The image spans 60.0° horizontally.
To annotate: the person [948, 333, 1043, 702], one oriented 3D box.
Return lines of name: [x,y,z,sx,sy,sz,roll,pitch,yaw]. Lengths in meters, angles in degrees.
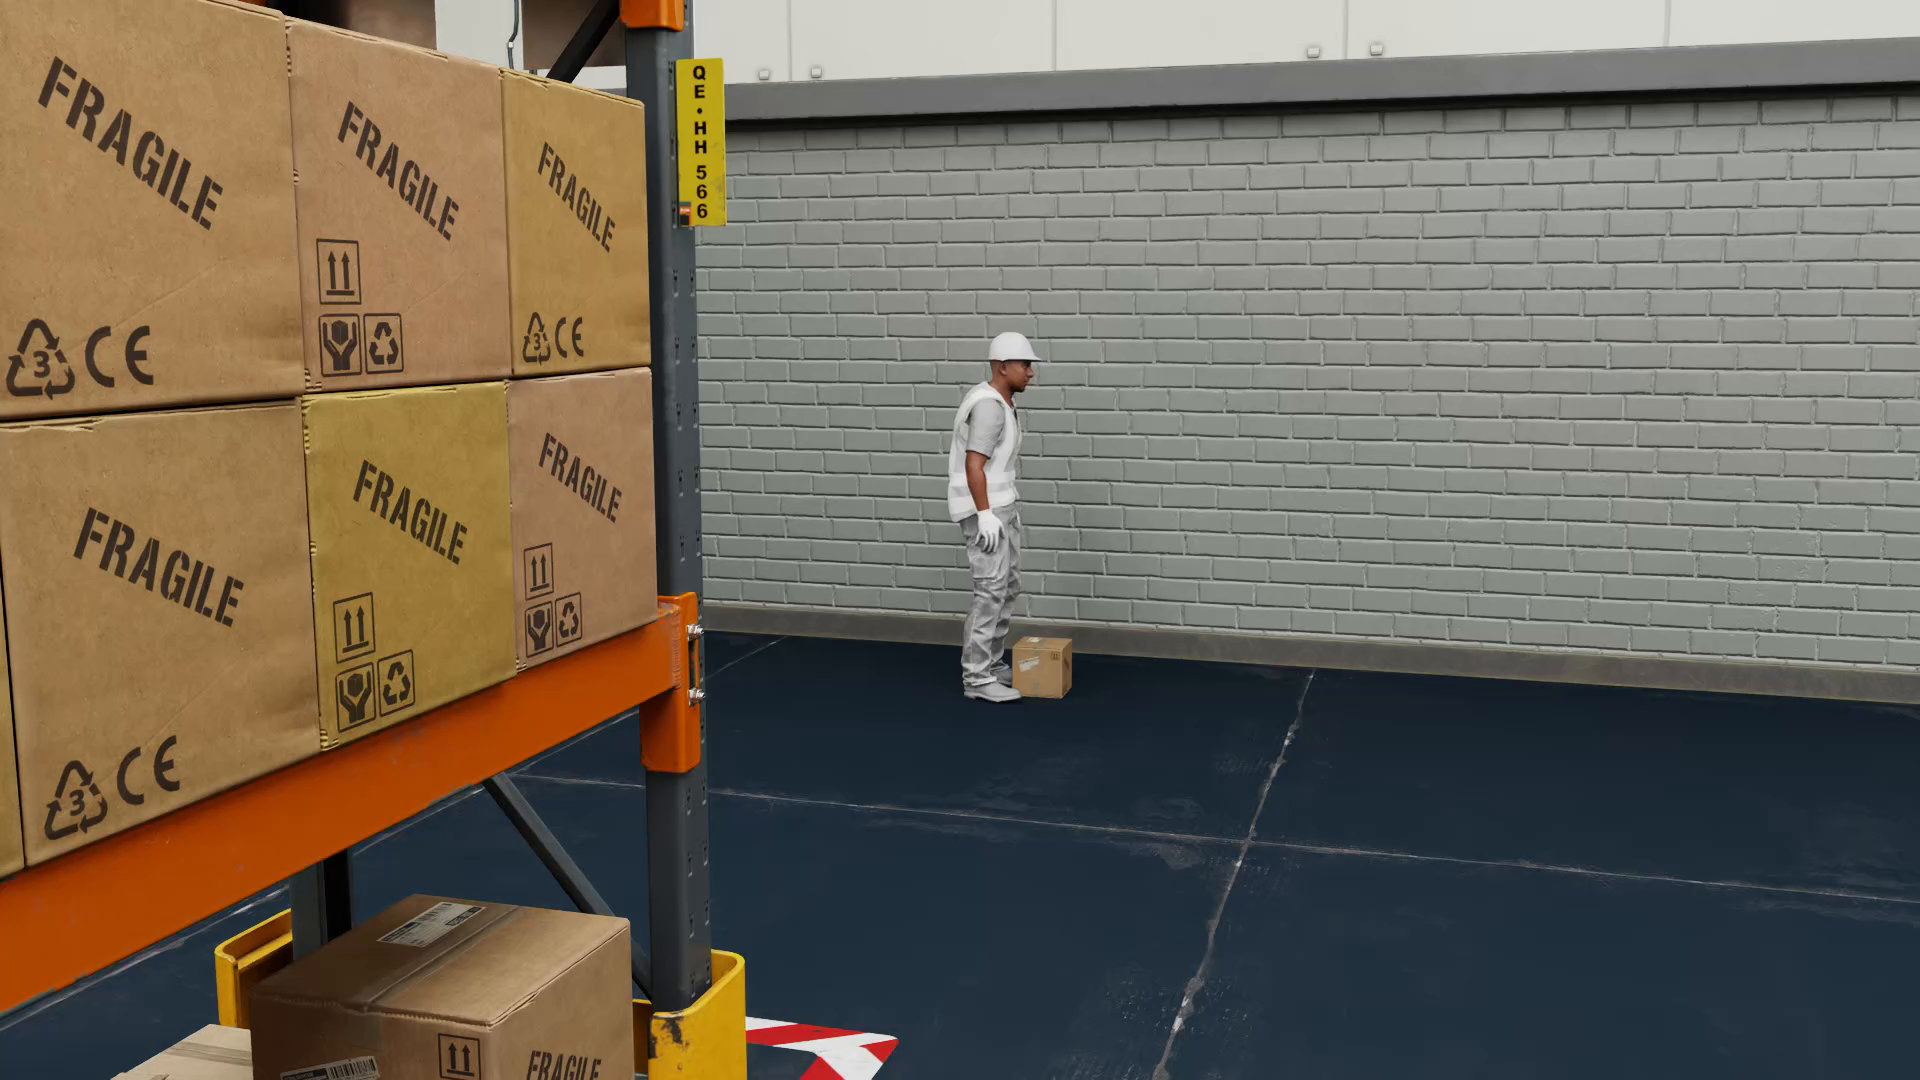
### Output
person: [0.176,-0.127,8.175,0.450,1.772,0.619,2,8,13]
